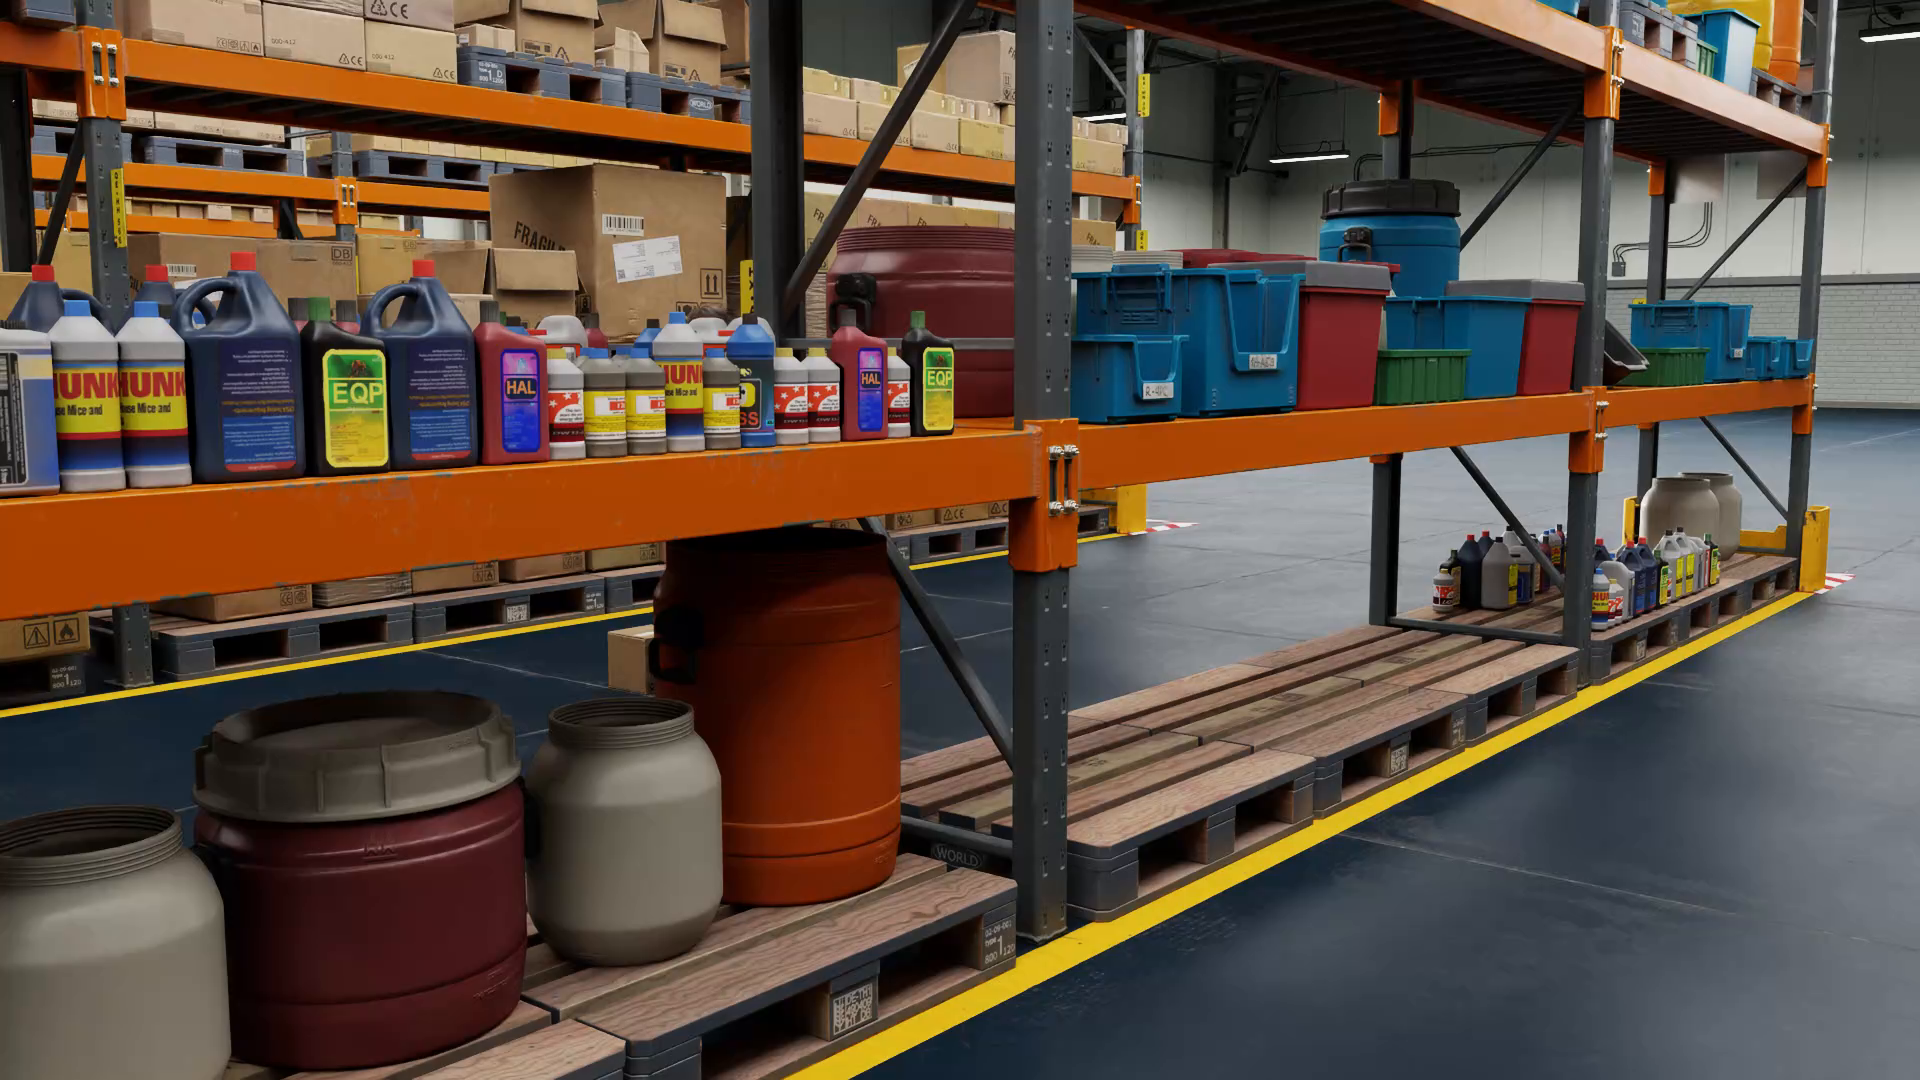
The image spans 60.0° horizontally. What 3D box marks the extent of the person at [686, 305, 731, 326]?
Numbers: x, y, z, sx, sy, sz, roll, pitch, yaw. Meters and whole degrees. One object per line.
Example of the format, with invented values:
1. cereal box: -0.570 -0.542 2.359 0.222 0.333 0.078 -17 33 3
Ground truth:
1. person: -1.015 -0.137 6.962 0.363 1.674 0.447 6 9 40
